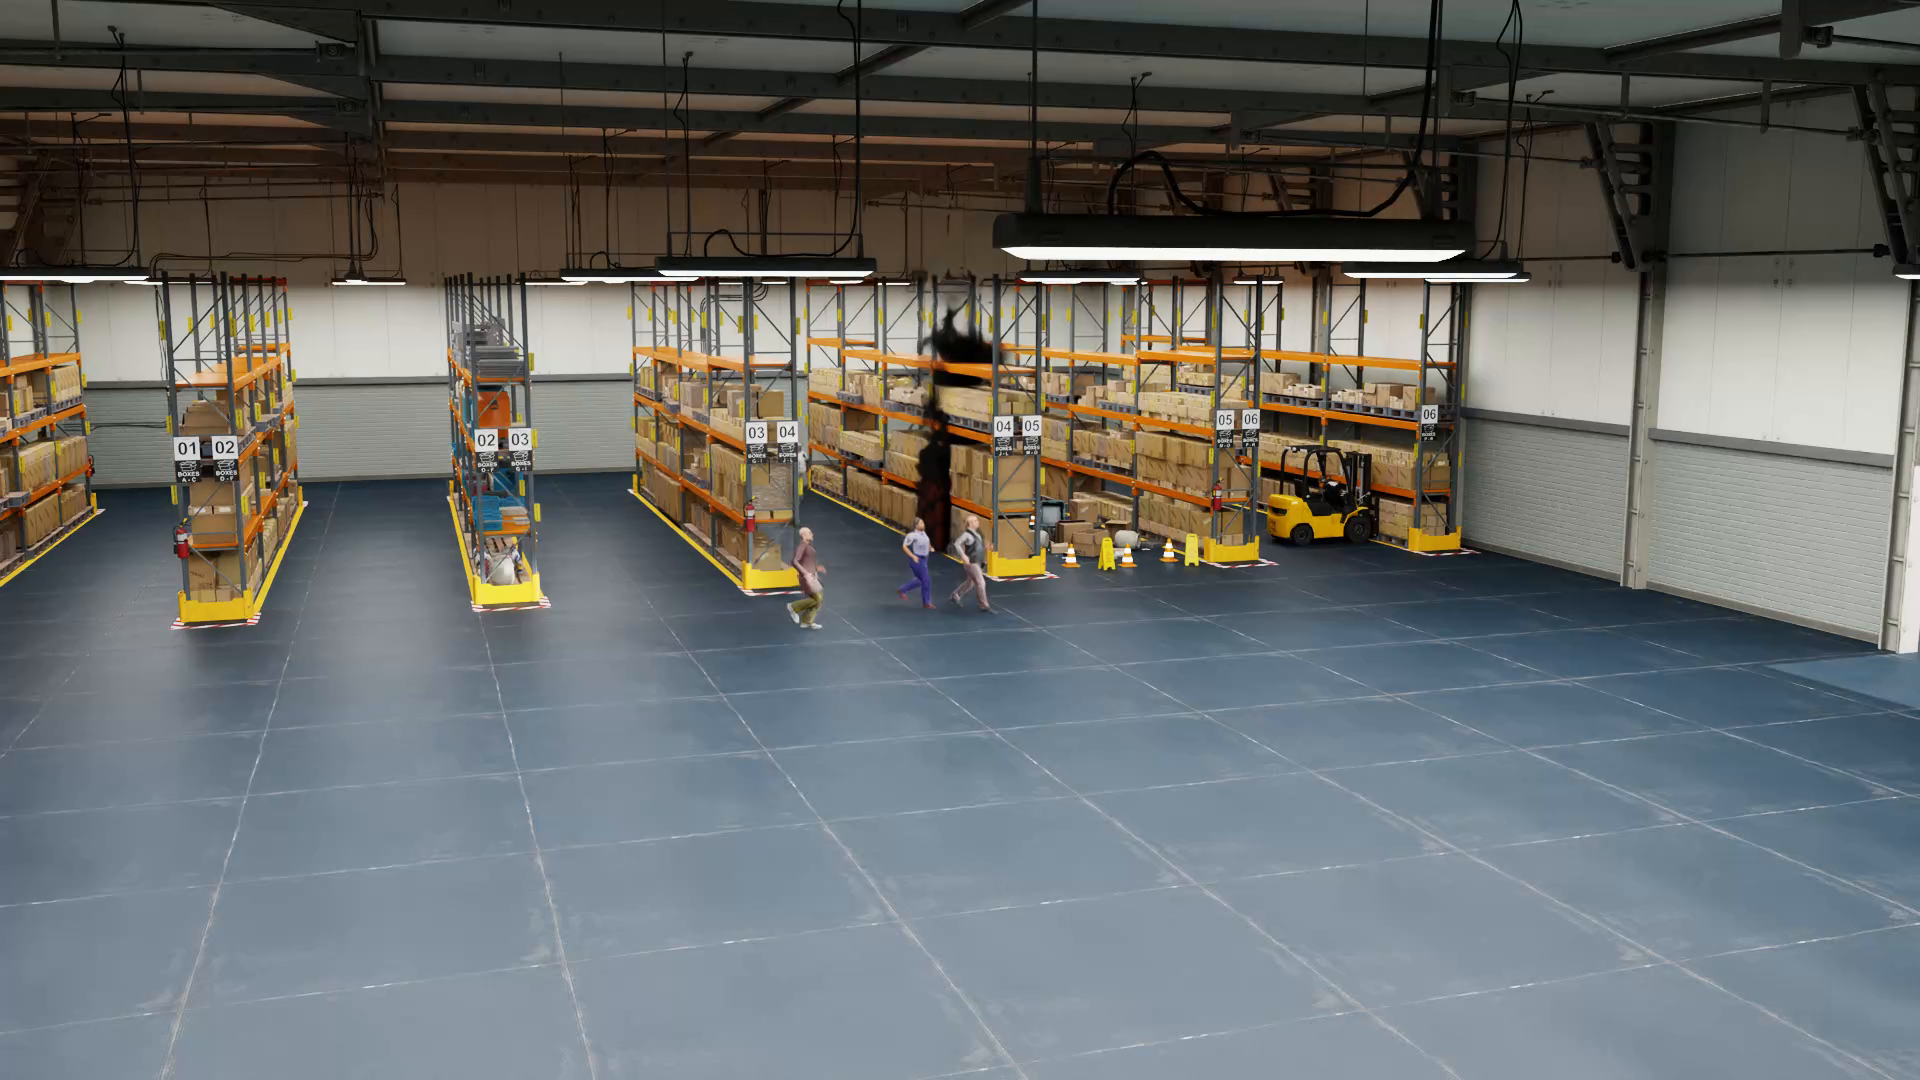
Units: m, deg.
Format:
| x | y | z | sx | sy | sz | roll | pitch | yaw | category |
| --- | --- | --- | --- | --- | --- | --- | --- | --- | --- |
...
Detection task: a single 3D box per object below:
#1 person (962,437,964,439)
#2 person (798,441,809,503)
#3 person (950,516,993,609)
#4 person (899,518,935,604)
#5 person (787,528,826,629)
| x | y | z | sx | sy | sz | roll | pitch | yaw | category |
| --- | --- | --- | --- | --- | --- | --- | --- | --- | --- |
| 0.064 | -2.898 | 51.336 | 0.629 | 1.669 | 0.615 | 0 | 9 | -3 | person |
| -4.275 | -1.806 | 44.497 | 0.633 | 1.669 | 0.499 | -4 | 9 | -24 | person |
| 0.192 | 0.382 | 29.402 | 0.825 | 1.637 | 0.658 | 3 | 9 | 21 | person |
| -0.798 | 0.370 | 30.016 | 0.685 | 1.553 | 0.598 | 3 | 9 | 20 | person |
| -2.594 | 0.648 | 28.102 | 0.637 | 1.733 | 0.710 | 1 | 9 | 7 | person |
